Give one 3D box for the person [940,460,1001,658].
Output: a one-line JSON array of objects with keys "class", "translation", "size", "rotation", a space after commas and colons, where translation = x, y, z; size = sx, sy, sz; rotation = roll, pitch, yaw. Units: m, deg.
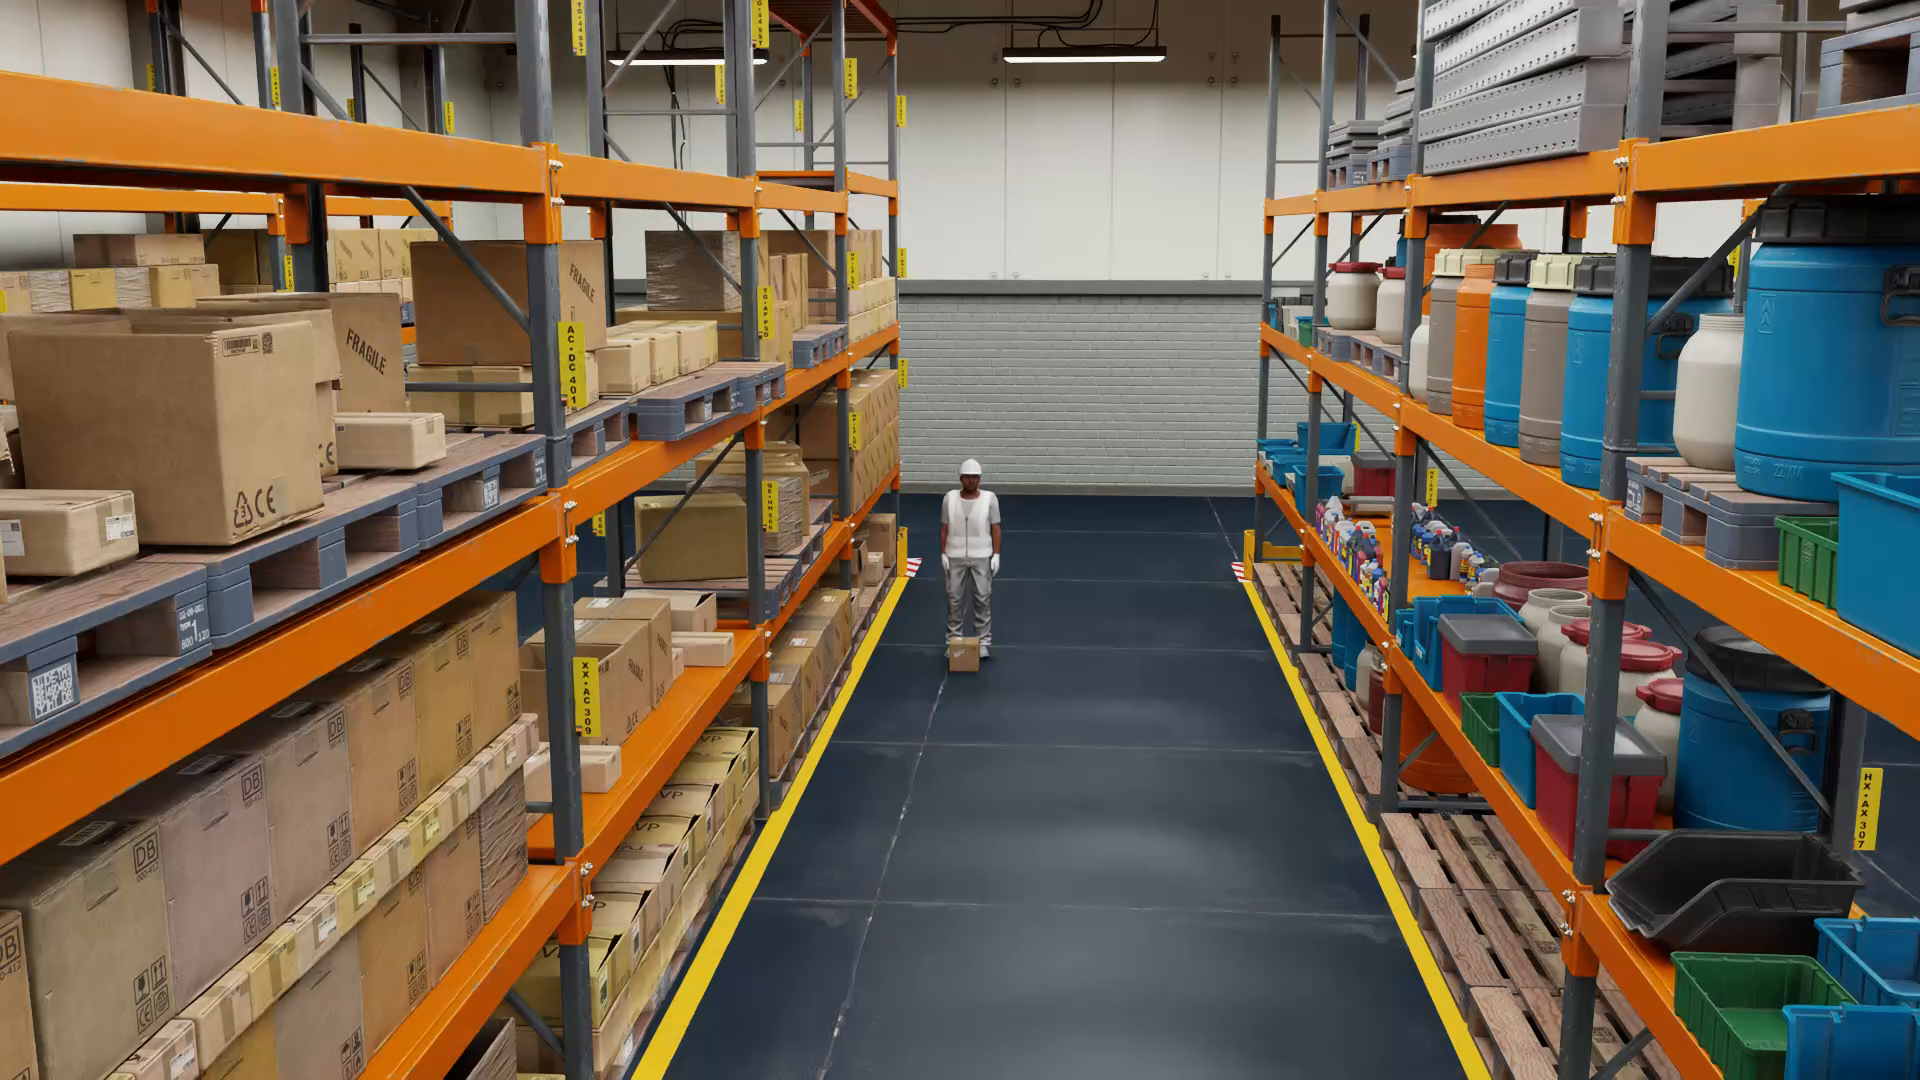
[{"class": "person", "translation": [0.090, 0.167, 14.992], "size": [0.542, 1.792, 0.366], "rotation": [1, 11, 5]}]
